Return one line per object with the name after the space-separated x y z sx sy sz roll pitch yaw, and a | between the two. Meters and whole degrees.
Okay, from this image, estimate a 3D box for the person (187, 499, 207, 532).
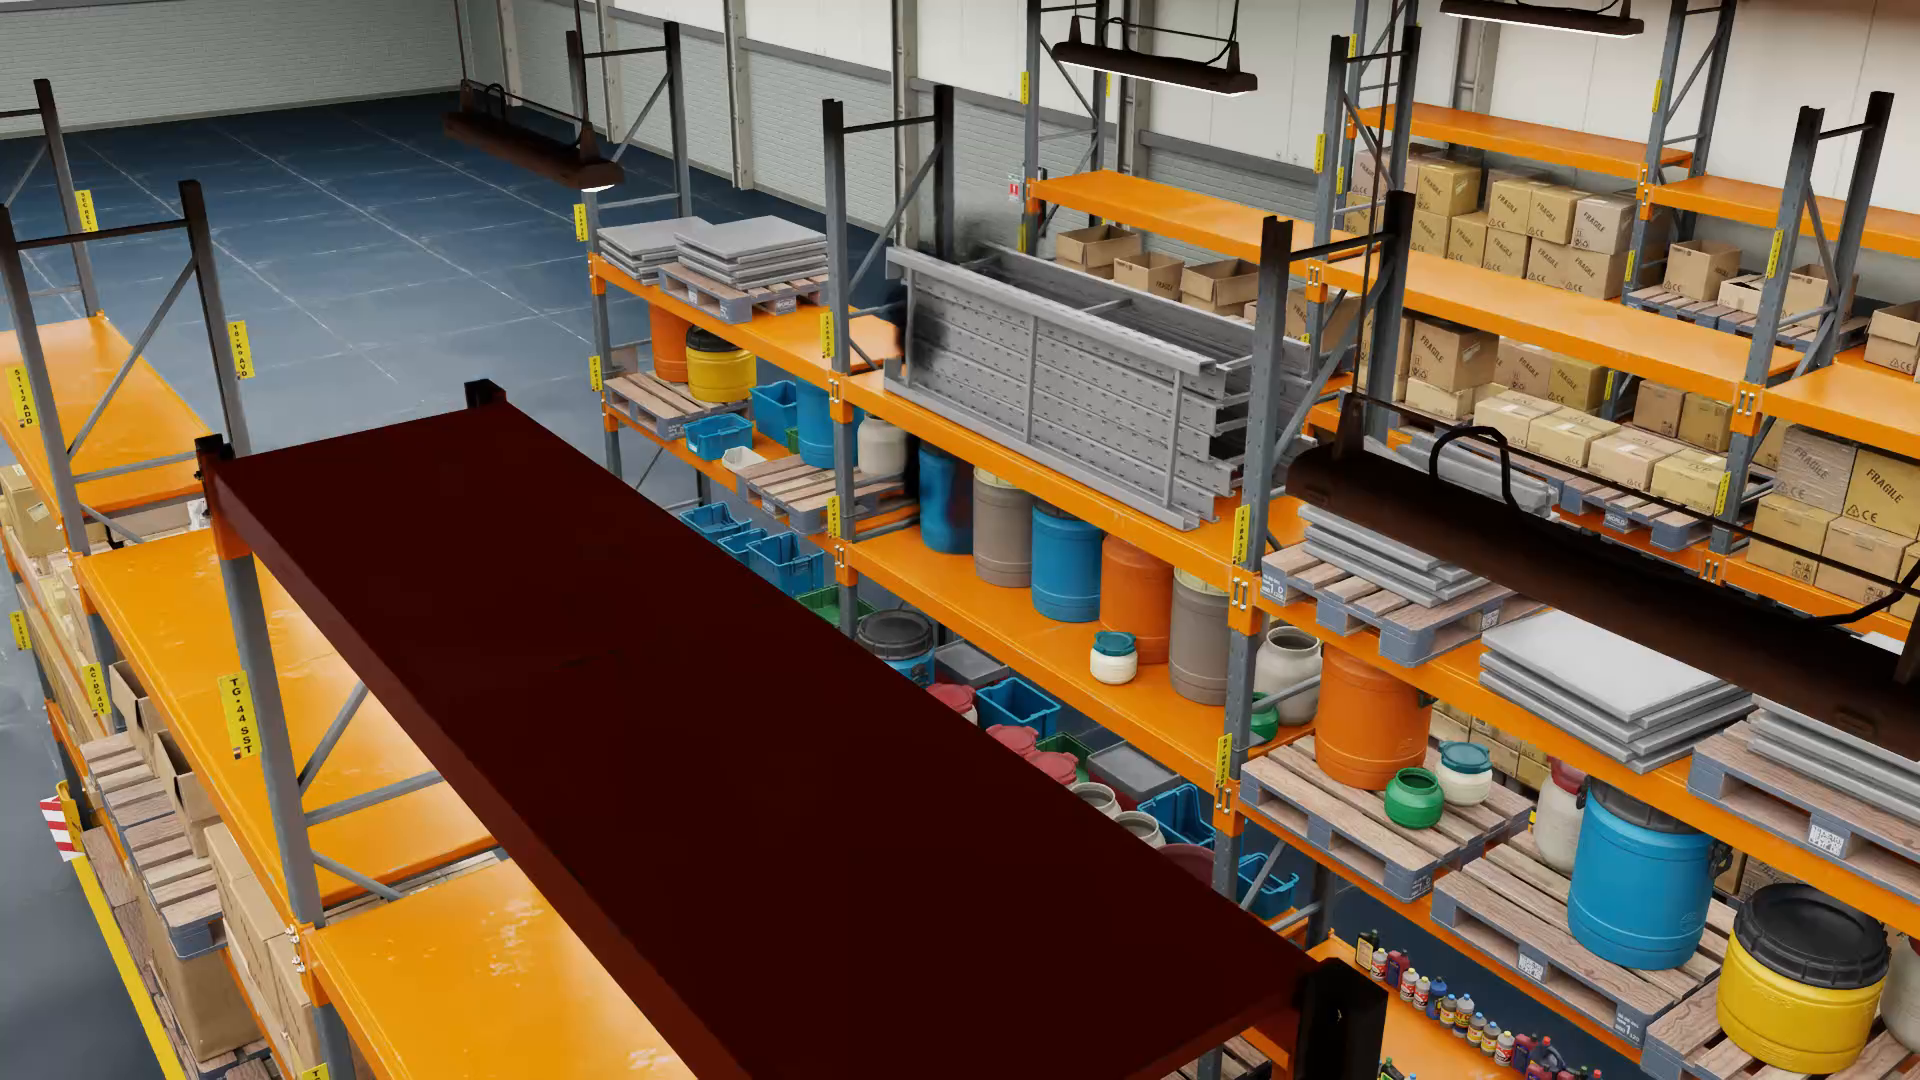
-7.716 0.081 16.843 0.663 1.646 0.620 -4 25 -8 | person
